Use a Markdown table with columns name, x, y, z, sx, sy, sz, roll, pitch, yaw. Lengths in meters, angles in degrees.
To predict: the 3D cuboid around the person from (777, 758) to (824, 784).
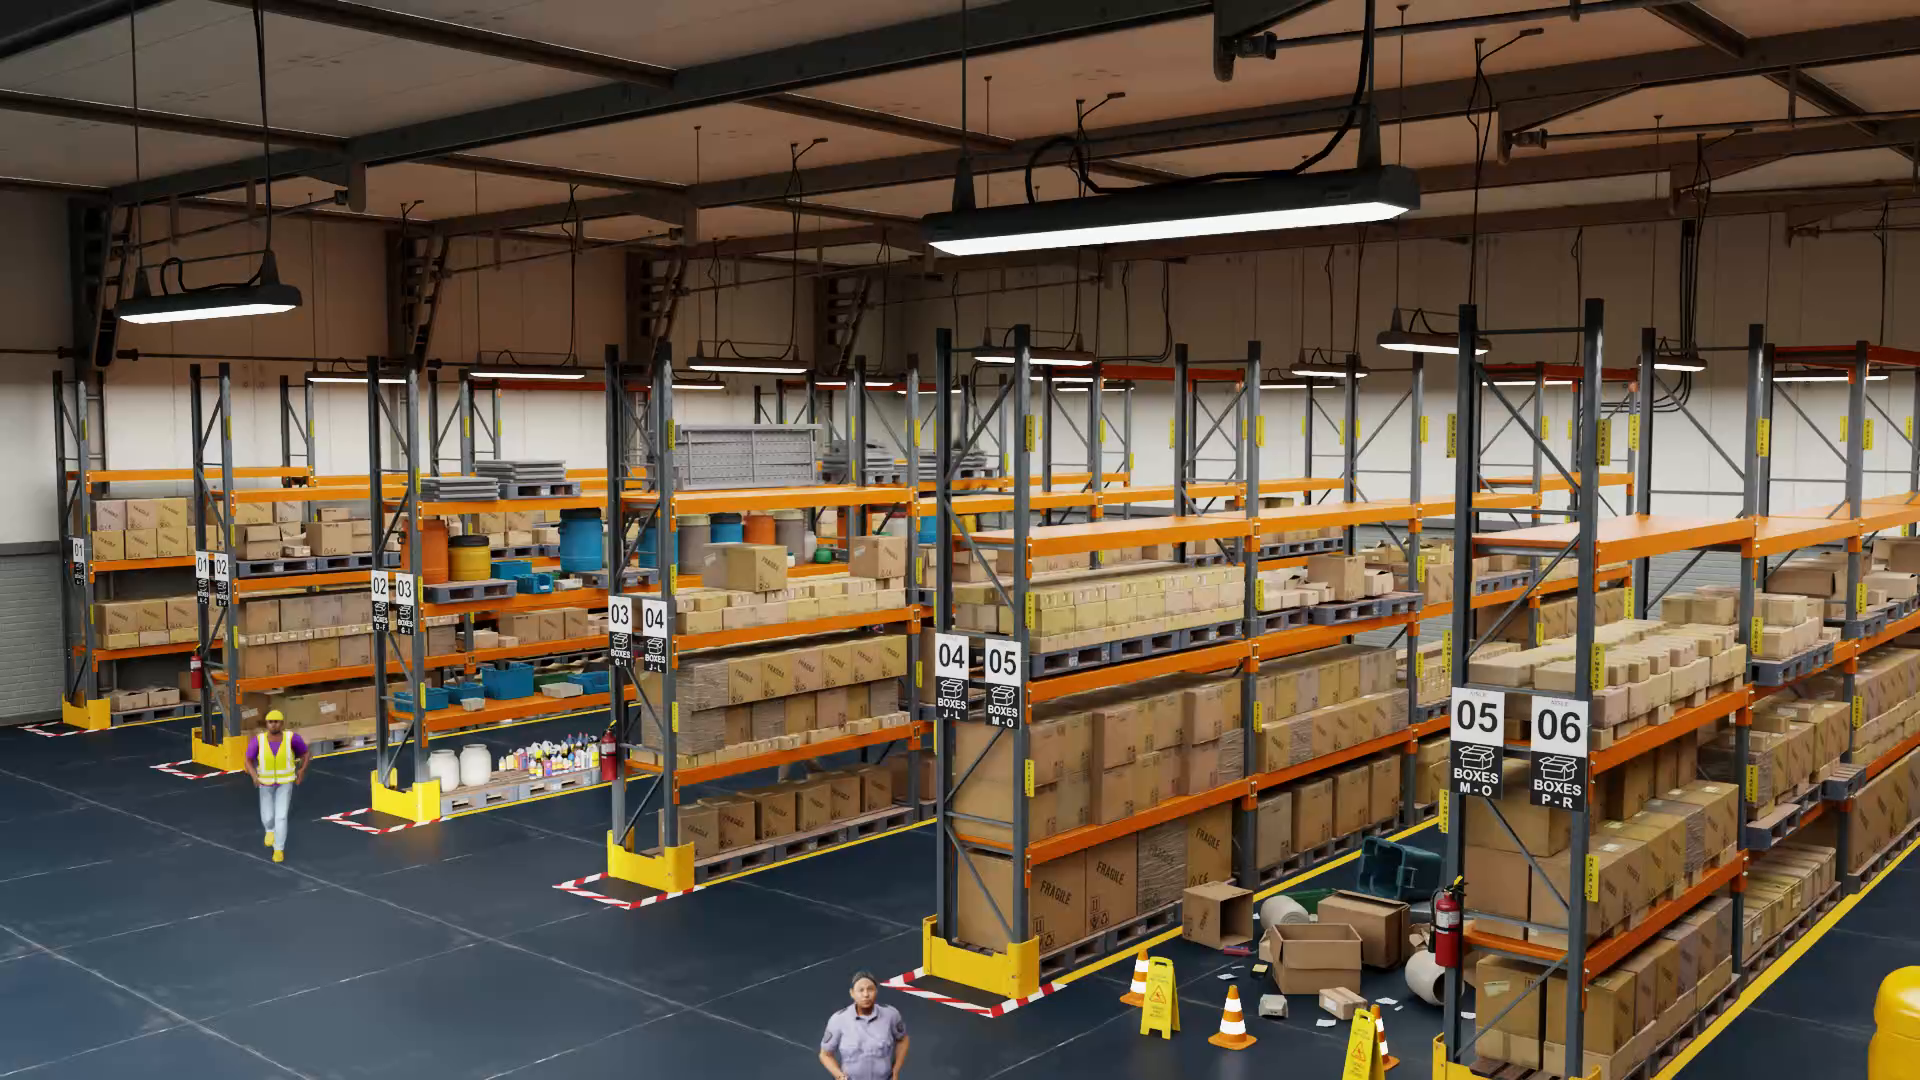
| name | x | y | z | sx | sy | sz | roll | pitch | yaw |
| --- | --- | --- | --- | --- | --- | --- | --- | --- | --- |
| person | -2.224 | 2.647 | 22.662 | 0.662 | 1.716 | 0.980 | 2 | 5 | 31 |

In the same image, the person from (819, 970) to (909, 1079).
| name | x | y | z | sx | sy | sz | roll | pitch | yaw |
| --- | --- | --- | --- | --- | --- | --- | --- | --- | --- |
| person | -0.600 | 3.588 | 10.733 | 0.600 | 1.599 | 0.561 | -1 | 4 | -9 |

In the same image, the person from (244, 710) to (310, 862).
| name | x | y | z | sx | sy | sz | roll | pitch | yaw |
| --- | --- | --- | --- | --- | --- | --- | --- | --- | --- |
| person | -8.091 | 2.878 | 19.724 | 0.726 | 1.754 | 0.720 | -1 | 4 | -18 |
